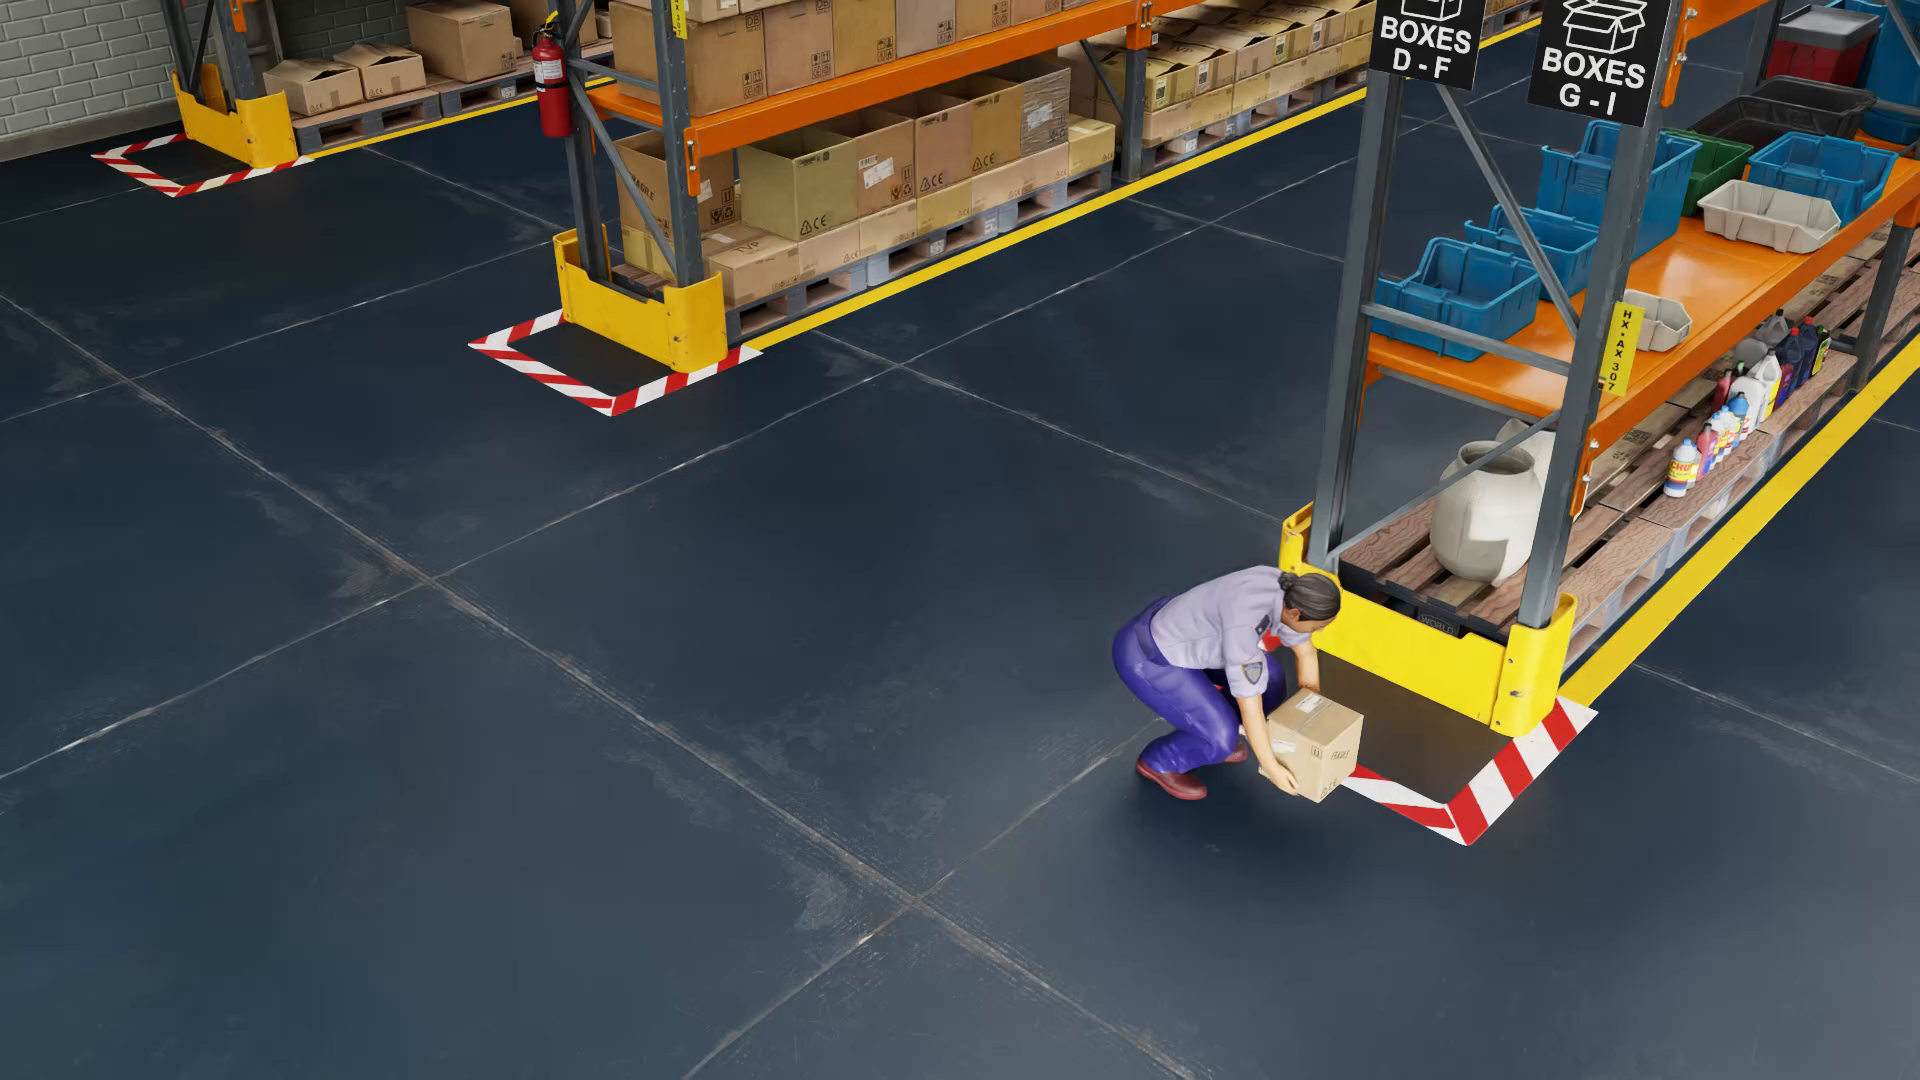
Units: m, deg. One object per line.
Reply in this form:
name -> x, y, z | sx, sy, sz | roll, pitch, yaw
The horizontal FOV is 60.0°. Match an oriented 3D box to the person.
person -> 0.972, 0.464, 6.039 | 0.817, 0.979, 0.528 | 23, 38, 32
